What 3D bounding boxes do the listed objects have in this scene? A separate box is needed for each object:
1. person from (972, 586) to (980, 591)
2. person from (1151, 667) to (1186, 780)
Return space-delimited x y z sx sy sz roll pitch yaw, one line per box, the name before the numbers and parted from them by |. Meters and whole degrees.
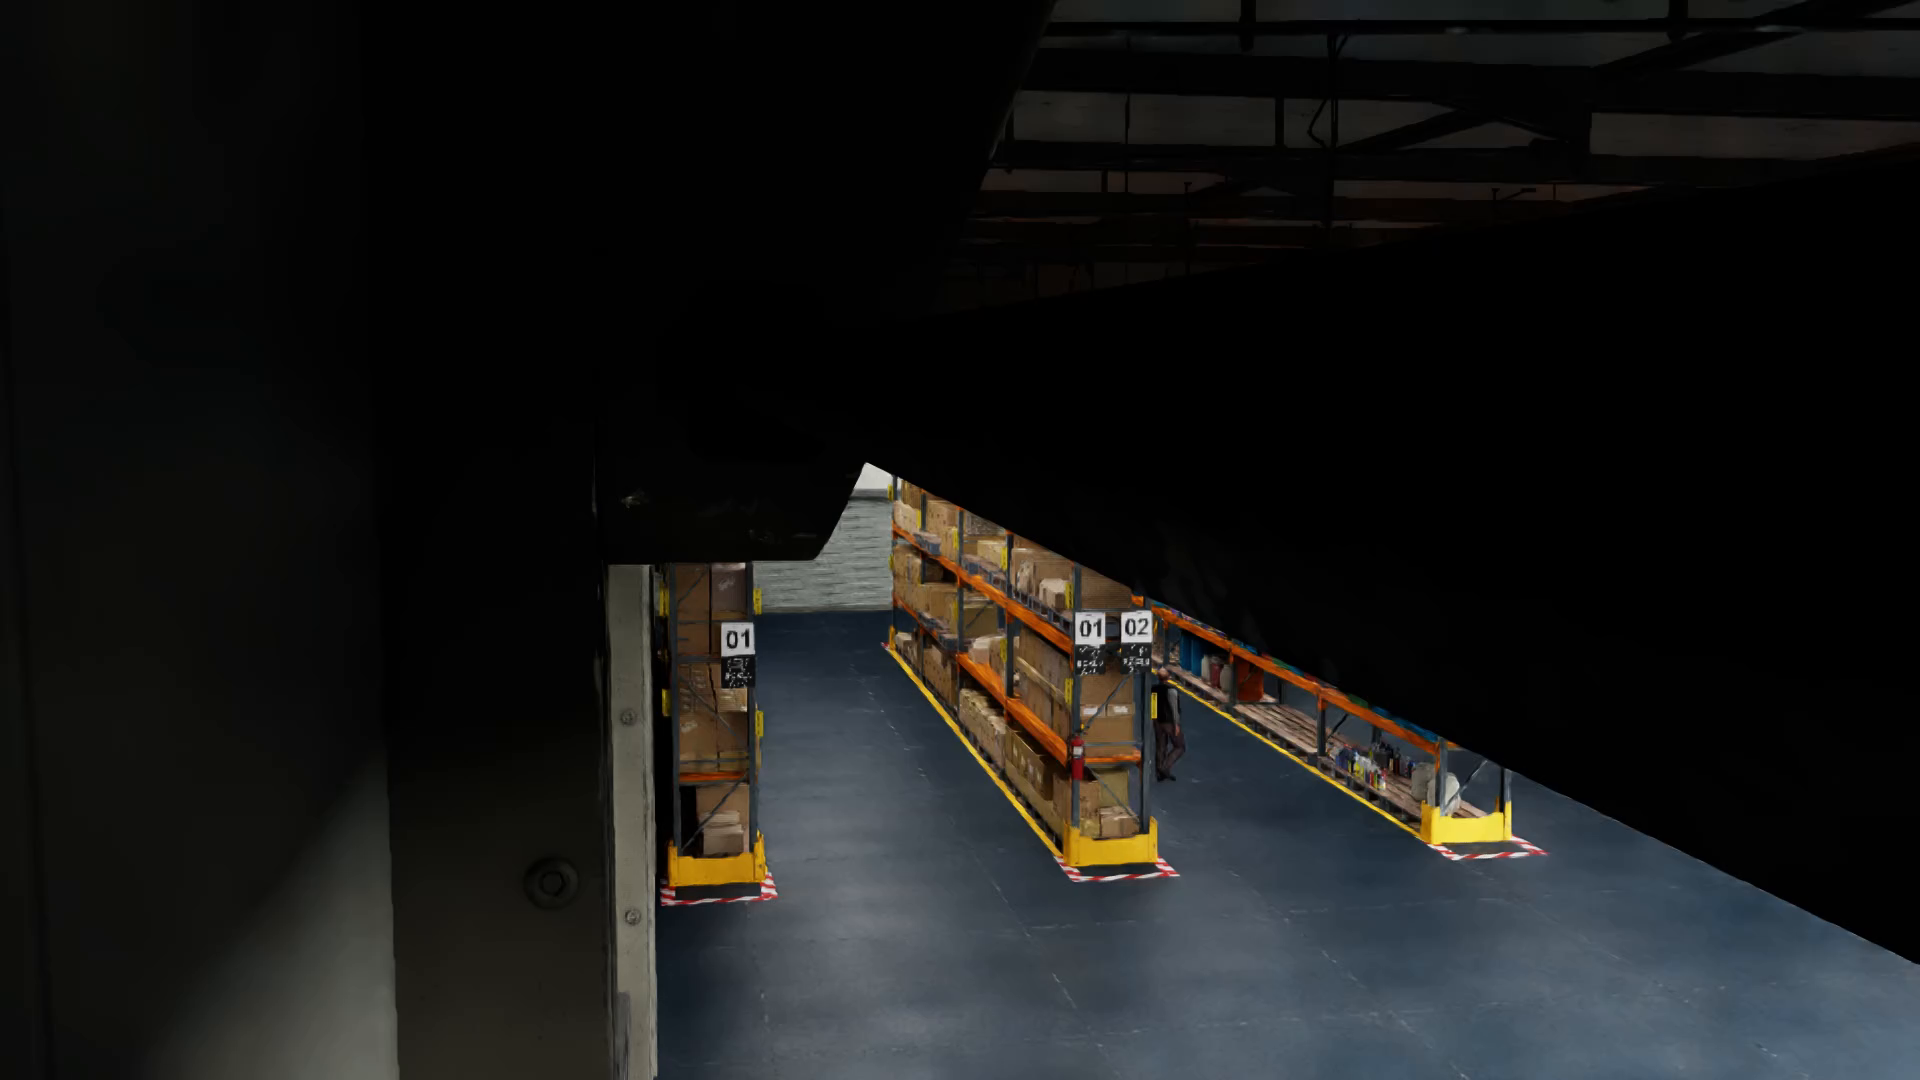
person | 0.341 1.240 39.524 0.509 1.662 0.672 5 8 36
person | 3.095 2.771 25.042 0.447 1.720 0.569 -5 8 -37
